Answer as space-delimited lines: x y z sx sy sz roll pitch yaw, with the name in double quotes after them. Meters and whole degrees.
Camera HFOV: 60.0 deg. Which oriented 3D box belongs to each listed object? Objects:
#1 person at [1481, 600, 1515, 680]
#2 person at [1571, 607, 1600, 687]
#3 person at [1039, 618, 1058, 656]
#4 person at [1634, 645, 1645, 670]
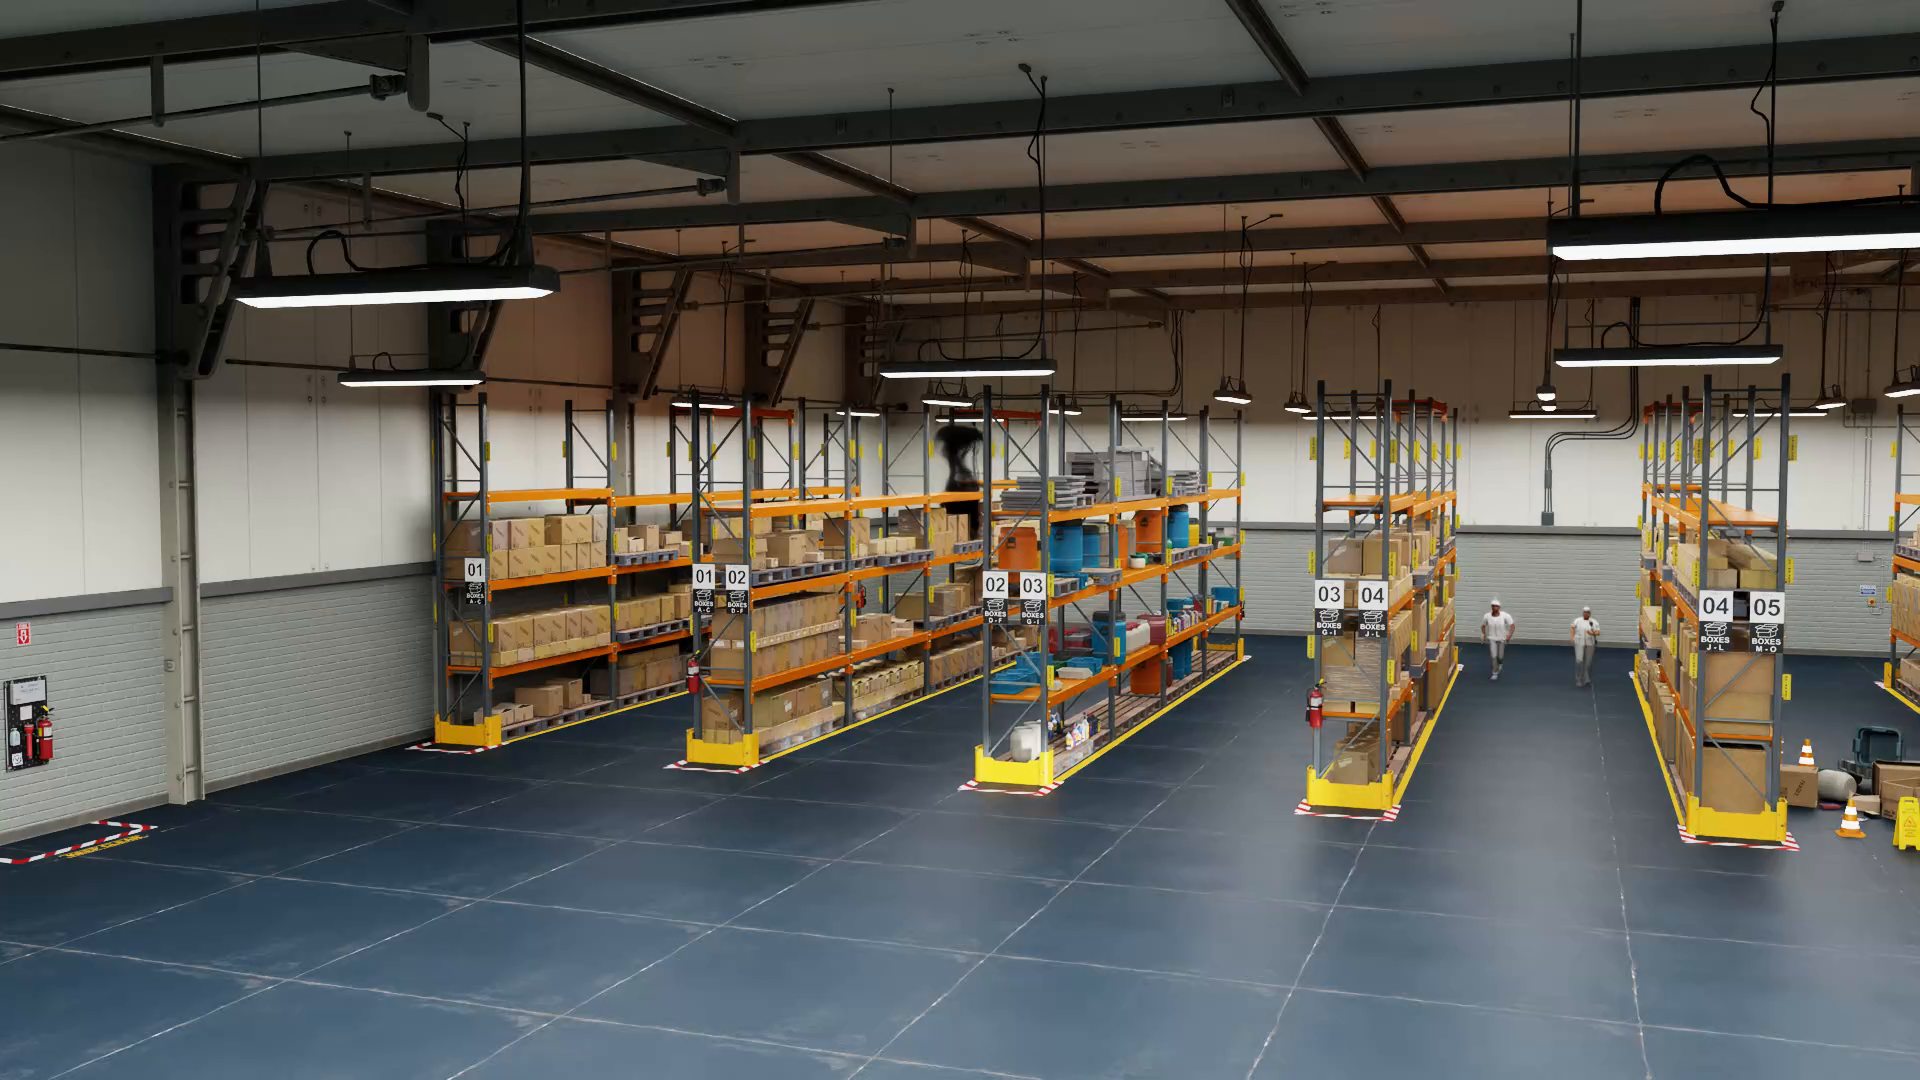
11.848 2.192 36.659 0.708 1.752 0.620 1 3 24 "person"
13.371 2.284 35.557 0.578 1.731 0.745 1 3 18 "person"
1.853 2.394 33.356 0.648 1.725 0.954 1 3 19 "person"
15.779 2.161 37.761 0.847 1.670 0.604 1 3 26 "person"
